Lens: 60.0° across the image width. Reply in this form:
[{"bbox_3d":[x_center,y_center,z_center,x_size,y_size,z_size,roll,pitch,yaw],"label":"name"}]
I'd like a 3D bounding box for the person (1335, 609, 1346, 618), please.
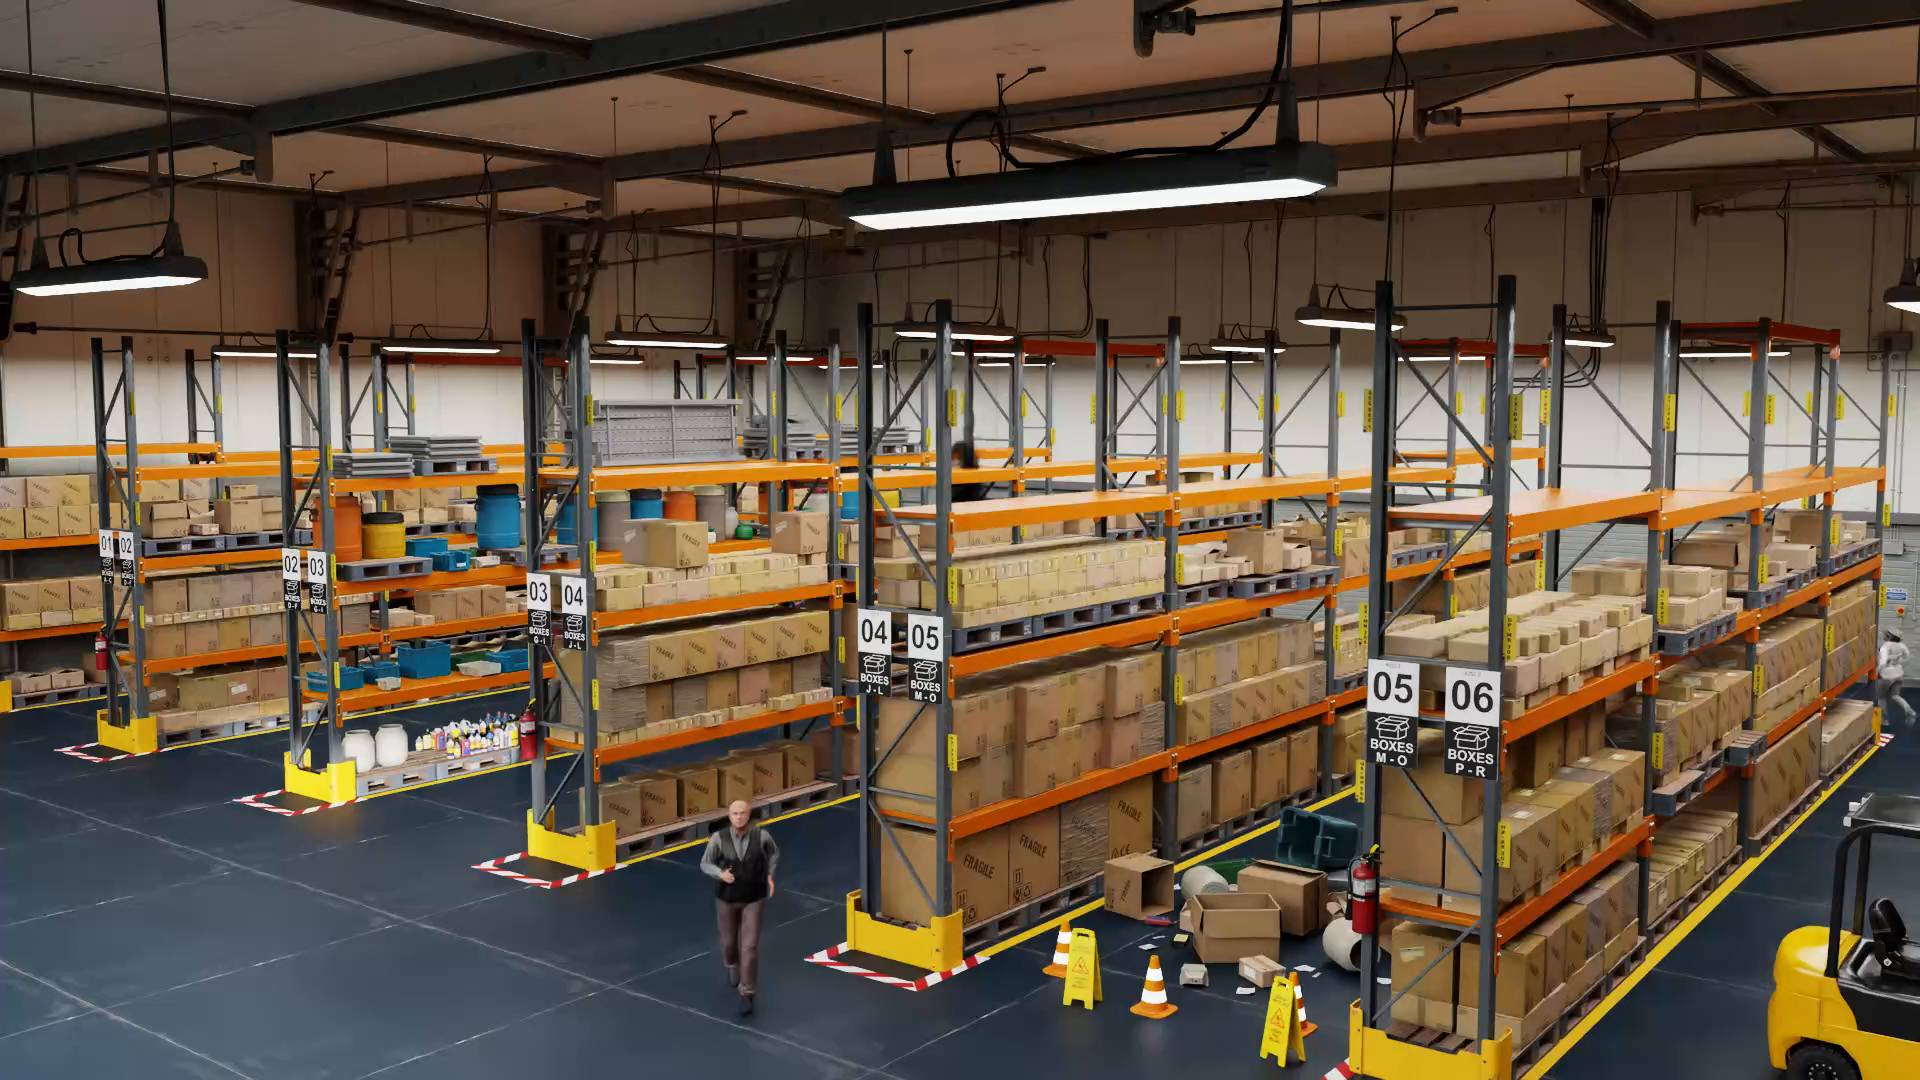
[{"bbox_3d":[6.364,1.963,27.243,0.731,1.736,1.031,3,6,32],"label":"person"}]

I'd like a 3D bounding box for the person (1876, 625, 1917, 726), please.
[{"bbox_3d":[14.339,2.103,25.743,0.682,1.621,0.774,-1,5,-10],"label":"person"}]

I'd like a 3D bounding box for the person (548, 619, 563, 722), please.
[{"bbox_3d":[-6.267,2.020,26.312,0.583,1.675,0.924,3,6,34],"label":"person"}]

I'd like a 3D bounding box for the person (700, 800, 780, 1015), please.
[{"bbox_3d":[-1.866,3.057,14.119,0.670,1.716,0.881,0,5,-5],"label":"person"}]
